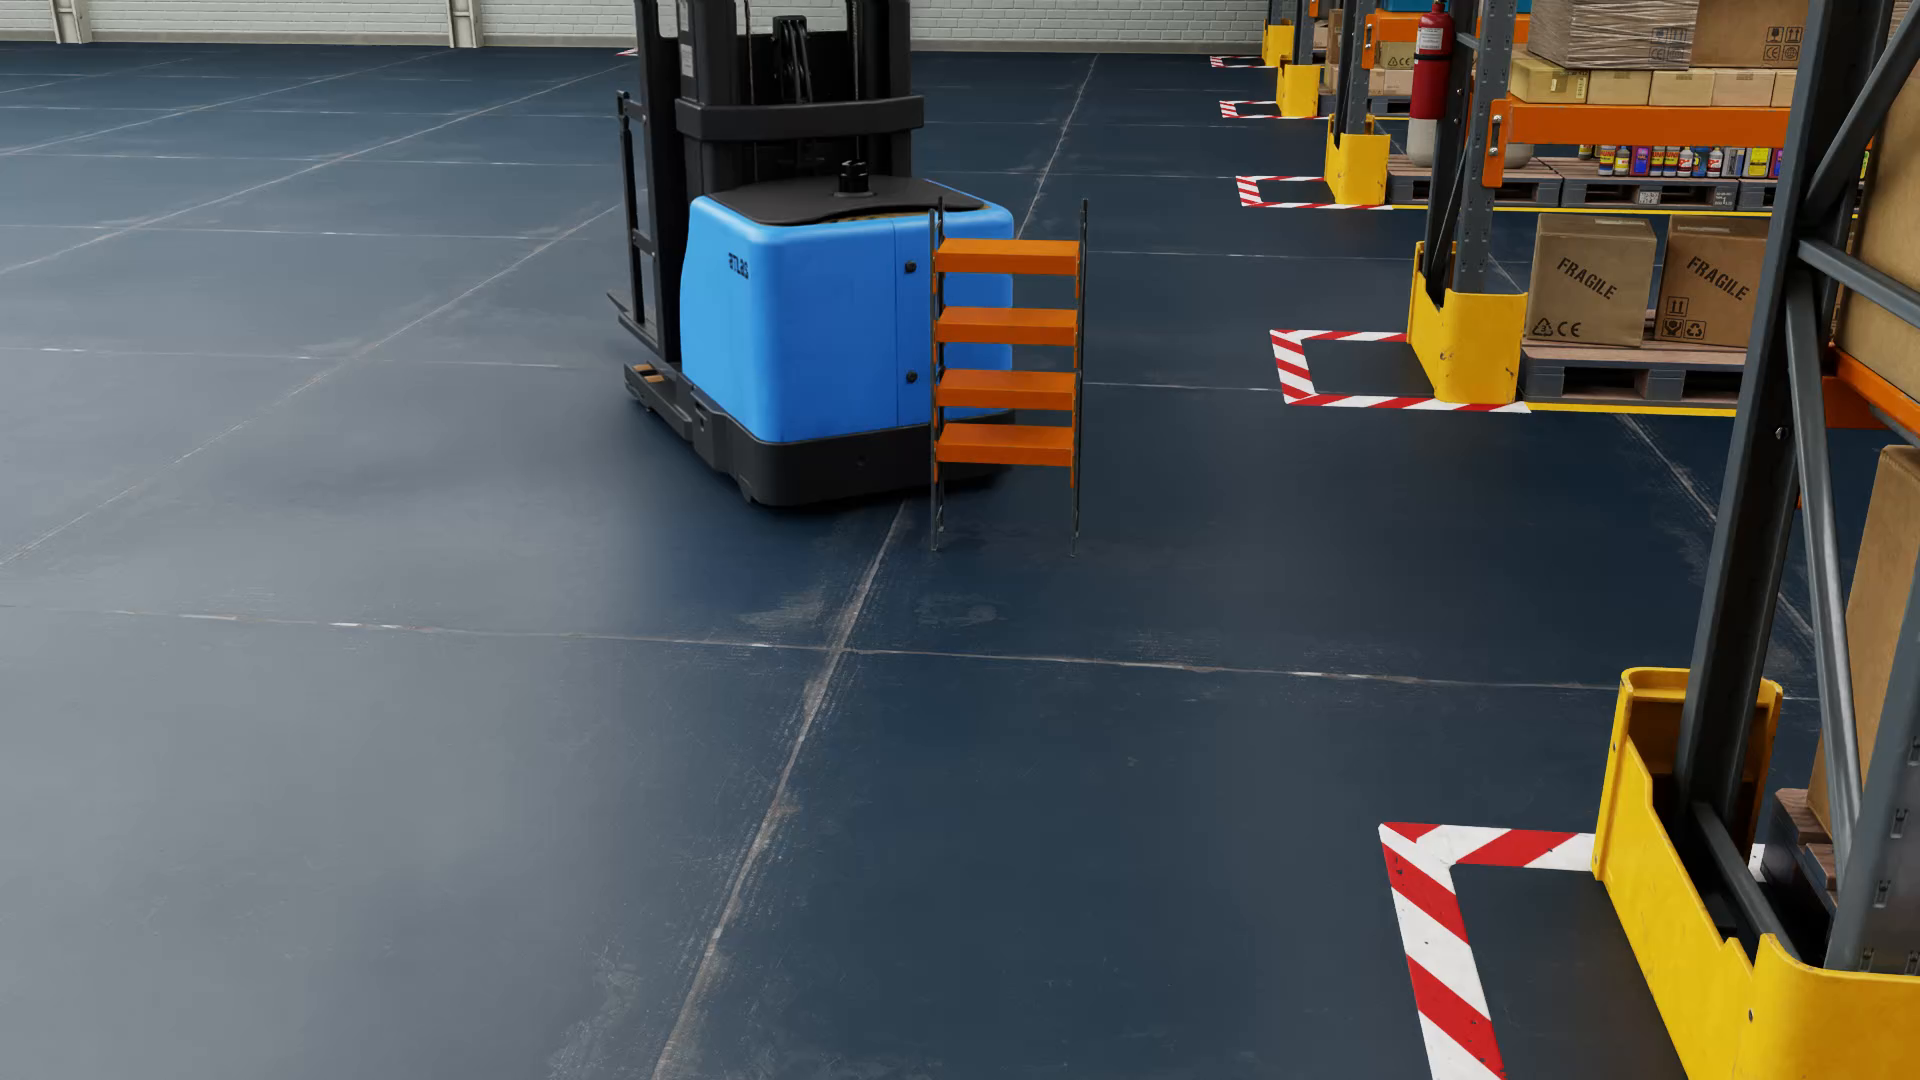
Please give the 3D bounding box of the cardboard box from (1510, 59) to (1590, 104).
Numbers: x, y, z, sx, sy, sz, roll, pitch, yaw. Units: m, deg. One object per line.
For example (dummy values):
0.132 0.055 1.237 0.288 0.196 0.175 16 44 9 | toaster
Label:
2.579 -2.007 7.279 0.250 0.149 0.380 2 22 6 | cardboard box

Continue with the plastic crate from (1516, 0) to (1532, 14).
4.083 -4.020 12.231 0.408 0.251 0.499 2 22 6 | plastic crate

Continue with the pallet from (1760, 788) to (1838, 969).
2.443 0.886 3.412 1.213 0.211 1.003 2 22 6 | pallet

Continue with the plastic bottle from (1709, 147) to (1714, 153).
5.661 -2.978 12.599 0.097 0.201 0.097 0 22 0 | plastic bottle

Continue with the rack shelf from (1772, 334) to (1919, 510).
3.626 0.004 2.828 4.000 0.370 1.077 2 22 6 | rack shelf

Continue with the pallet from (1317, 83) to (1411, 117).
4.258 -4.526 17.100 1.213 0.211 1.003 2 22 6 | pallet

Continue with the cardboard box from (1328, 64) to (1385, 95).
4.000 -4.652 16.797 0.500 0.250 0.500 2 22 6 | cardboard box

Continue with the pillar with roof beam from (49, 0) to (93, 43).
-13.512 -9.932 18.821 0.400 9.000 9.100 2 22 6 | pillar with roof beam

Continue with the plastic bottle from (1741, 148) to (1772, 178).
5.694 -2.777 11.887 0.185 0.351 0.144 2 22 6 | plastic bottle

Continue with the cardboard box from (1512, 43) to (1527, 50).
5.489 -4.935 16.492 0.500 0.500 0.500 2 22 6 | cardboard box

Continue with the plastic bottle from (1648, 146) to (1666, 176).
5.011 -2.761 11.955 0.097 0.271 0.097 0 22 0 | plastic bottle

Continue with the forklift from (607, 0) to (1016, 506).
-0.869 -1.990 6.987 1.130 2.935 3.031 -10 24 -23 | forklift

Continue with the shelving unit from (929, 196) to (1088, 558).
0.164 -0.551 5.701 0.503 1.200 0.258 2 22 6 | shelving unit

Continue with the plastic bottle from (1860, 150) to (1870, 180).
6.363 -2.701 11.787 0.133 0.283 0.061 4 22 9 | plastic bottle

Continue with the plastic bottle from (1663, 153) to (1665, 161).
5.332 -3.053 12.586 0.185 0.351 0.144 3 22 9 | plastic bottle

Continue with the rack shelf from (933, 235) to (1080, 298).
0.164 -0.916 5.557 0.480 0.148 0.258 2 22 6 | rack shelf

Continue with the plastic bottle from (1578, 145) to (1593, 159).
4.782 -3.016 12.696 0.097 0.201 0.097 0 22 0 | plastic bottle

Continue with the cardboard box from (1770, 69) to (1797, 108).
3.570 -1.957 7.151 0.250 0.149 0.380 2 22 6 | cardboard box

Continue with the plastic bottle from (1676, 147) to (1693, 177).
5.209 -2.720 11.947 0.097 0.201 0.097 0 22 0 | plastic bottle

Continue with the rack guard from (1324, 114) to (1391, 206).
2.988 -2.883 12.553 0.348 0.500 1.175 2 22 6 | rack guard

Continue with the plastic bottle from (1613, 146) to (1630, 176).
4.774 -2.739 11.995 0.097 0.201 0.097 0 22 0 | plastic bottle

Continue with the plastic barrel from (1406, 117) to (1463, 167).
3.570 -3.070 12.437 0.421 0.512 0.421 0 22 0 | plastic barrel

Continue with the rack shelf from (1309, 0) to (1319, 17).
5.480 -5.419 16.546 4.000 0.370 1.077 2 22 6 | rack shelf

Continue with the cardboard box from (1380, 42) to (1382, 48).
5.316 -6.516 21.400 0.500 0.311 0.500 4 22 11 | cardboard box

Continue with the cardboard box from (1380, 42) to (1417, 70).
4.497 -4.980 16.606 0.500 0.500 0.500 2 22 6 | cardboard box

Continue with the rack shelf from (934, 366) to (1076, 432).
0.164 -0.488 5.726 0.480 0.148 0.258 2 22 6 | rack shelf

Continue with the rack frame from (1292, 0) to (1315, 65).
3.494 -5.840 16.632 0.127 3.000 1.000 2 22 6 | rack frame

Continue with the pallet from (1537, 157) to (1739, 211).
5.002 -2.658 12.377 1.213 0.211 1.003 2 22 6 | pallet

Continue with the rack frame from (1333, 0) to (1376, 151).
2.907 -4.032 12.058 0.127 3.000 1.000 2 22 6 | rack frame

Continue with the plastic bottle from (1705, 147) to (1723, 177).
5.413 -2.711 11.924 0.097 0.201 0.097 0 22 0 | plastic bottle

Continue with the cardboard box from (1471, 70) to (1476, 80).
4.993 -4.610 16.690 0.500 0.250 0.500 2 22 6 | cardboard box

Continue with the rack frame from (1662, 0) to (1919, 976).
1.640 -0.417 2.915 0.127 3.000 1.000 2 22 6 | rack frame

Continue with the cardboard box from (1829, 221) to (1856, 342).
4.159 -1.176 7.663 0.500 0.500 0.500 5 22 11 | cardboard box

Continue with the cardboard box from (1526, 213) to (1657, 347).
2.942 -1.223 7.783 0.500 0.500 0.500 7 23 16 | cardboard box

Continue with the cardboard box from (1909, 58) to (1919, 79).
2.004 -0.959 2.612 0.550 0.550 0.875 2 22 6 | cardboard box

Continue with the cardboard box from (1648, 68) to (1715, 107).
3.072 -1.973 7.193 0.250 0.149 0.380 2 22 6 | cardboard box

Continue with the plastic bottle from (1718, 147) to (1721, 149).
5.545 -2.793 12.020 0.133 0.283 0.061 2 22 6 | plastic bottle

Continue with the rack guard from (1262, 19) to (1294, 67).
4.148 -6.483 21.659 0.348 0.500 1.175 2 22 6 | rack guard

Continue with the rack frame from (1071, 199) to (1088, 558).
0.407 -0.540 5.674 0.015 1.200 0.240 2 22 6 | rack frame

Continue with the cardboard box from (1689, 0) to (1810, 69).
3.378 -2.397 7.382 0.500 0.500 0.875 2 22 6 | cardboard box

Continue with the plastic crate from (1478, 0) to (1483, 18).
3.758 -3.753 11.712 0.250 0.136 0.298 2 22 6 | plastic crate

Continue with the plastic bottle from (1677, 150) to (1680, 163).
5.361 -2.937 12.497 0.097 0.201 0.097 0 22 0 | plastic bottle

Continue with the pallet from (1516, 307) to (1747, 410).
3.202 -0.875 7.867 1.213 0.211 1.003 2 22 6 | pallet
